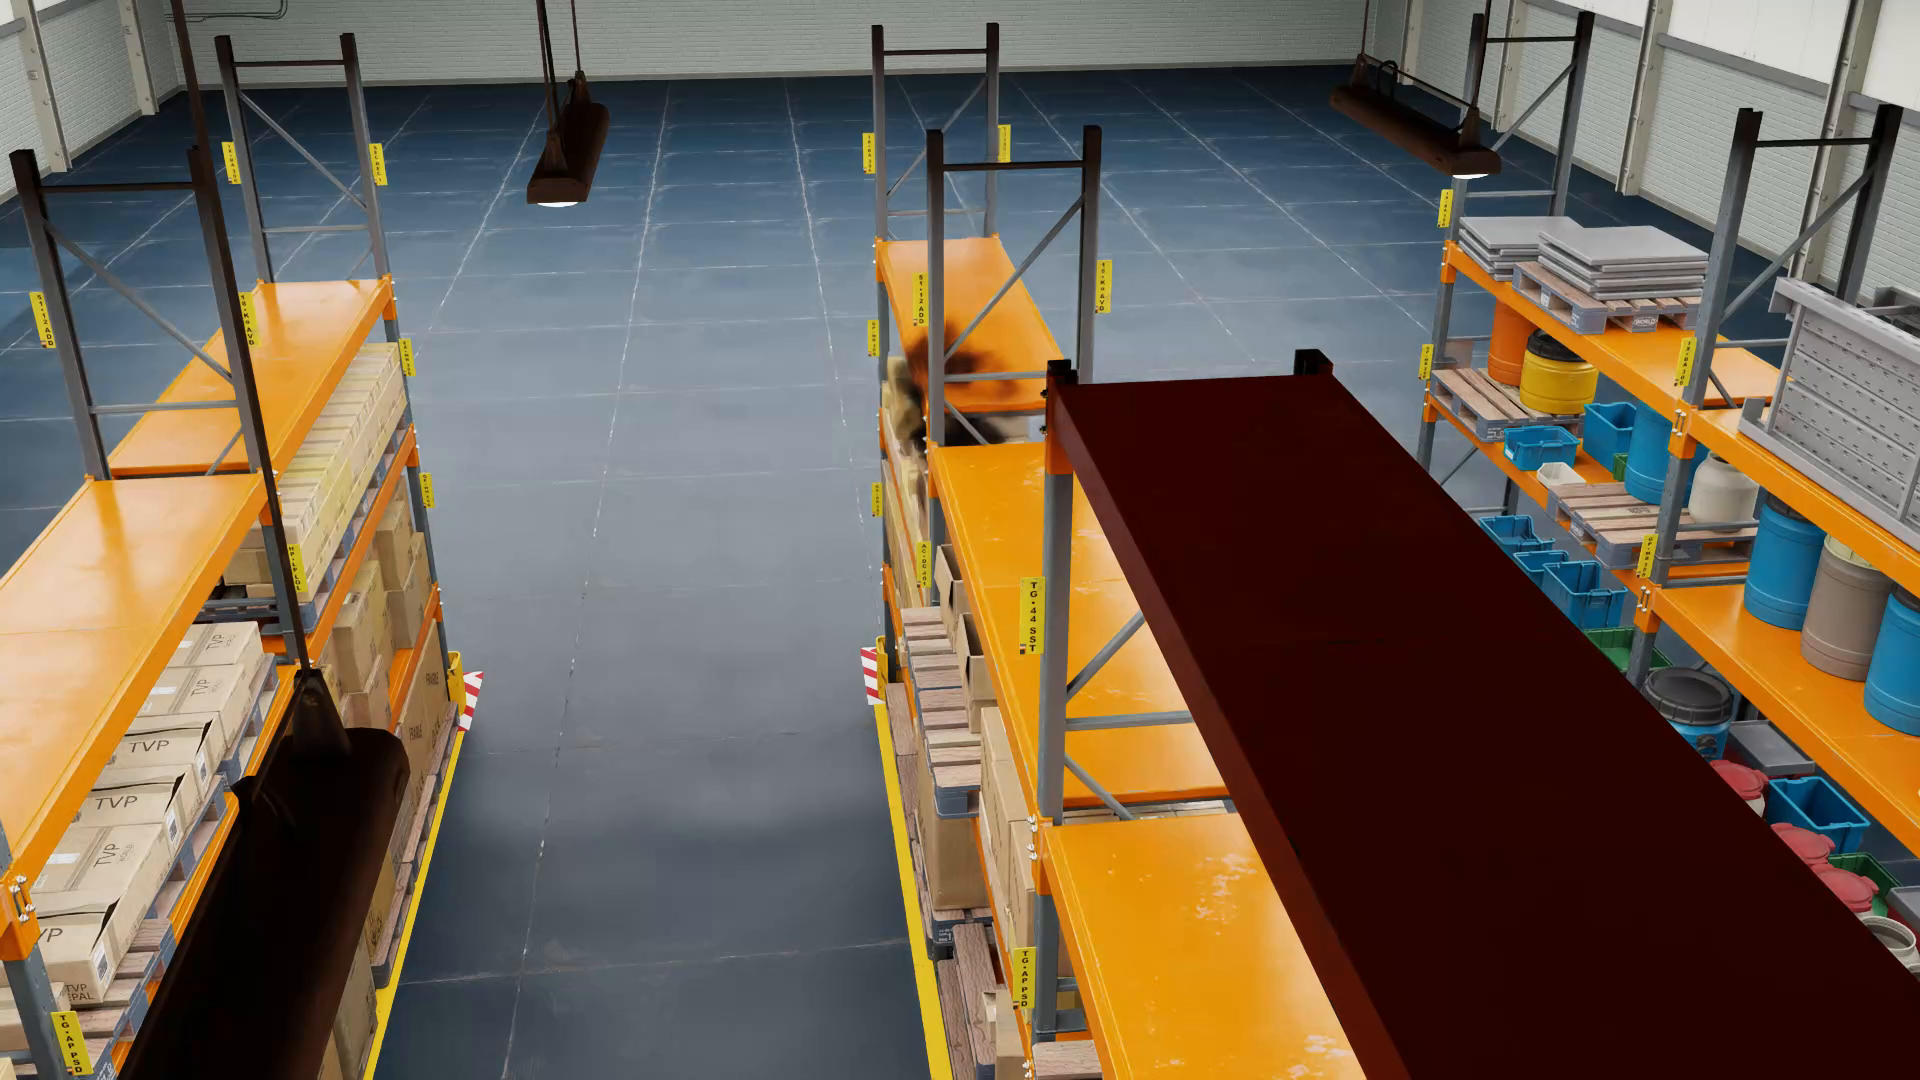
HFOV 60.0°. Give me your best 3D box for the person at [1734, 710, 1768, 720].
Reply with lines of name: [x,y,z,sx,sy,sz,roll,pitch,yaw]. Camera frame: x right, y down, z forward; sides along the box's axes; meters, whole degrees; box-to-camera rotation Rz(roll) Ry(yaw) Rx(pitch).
person: [6.644,1.360,13.613,0.698,1.735,0.633,-6,26,-12]
